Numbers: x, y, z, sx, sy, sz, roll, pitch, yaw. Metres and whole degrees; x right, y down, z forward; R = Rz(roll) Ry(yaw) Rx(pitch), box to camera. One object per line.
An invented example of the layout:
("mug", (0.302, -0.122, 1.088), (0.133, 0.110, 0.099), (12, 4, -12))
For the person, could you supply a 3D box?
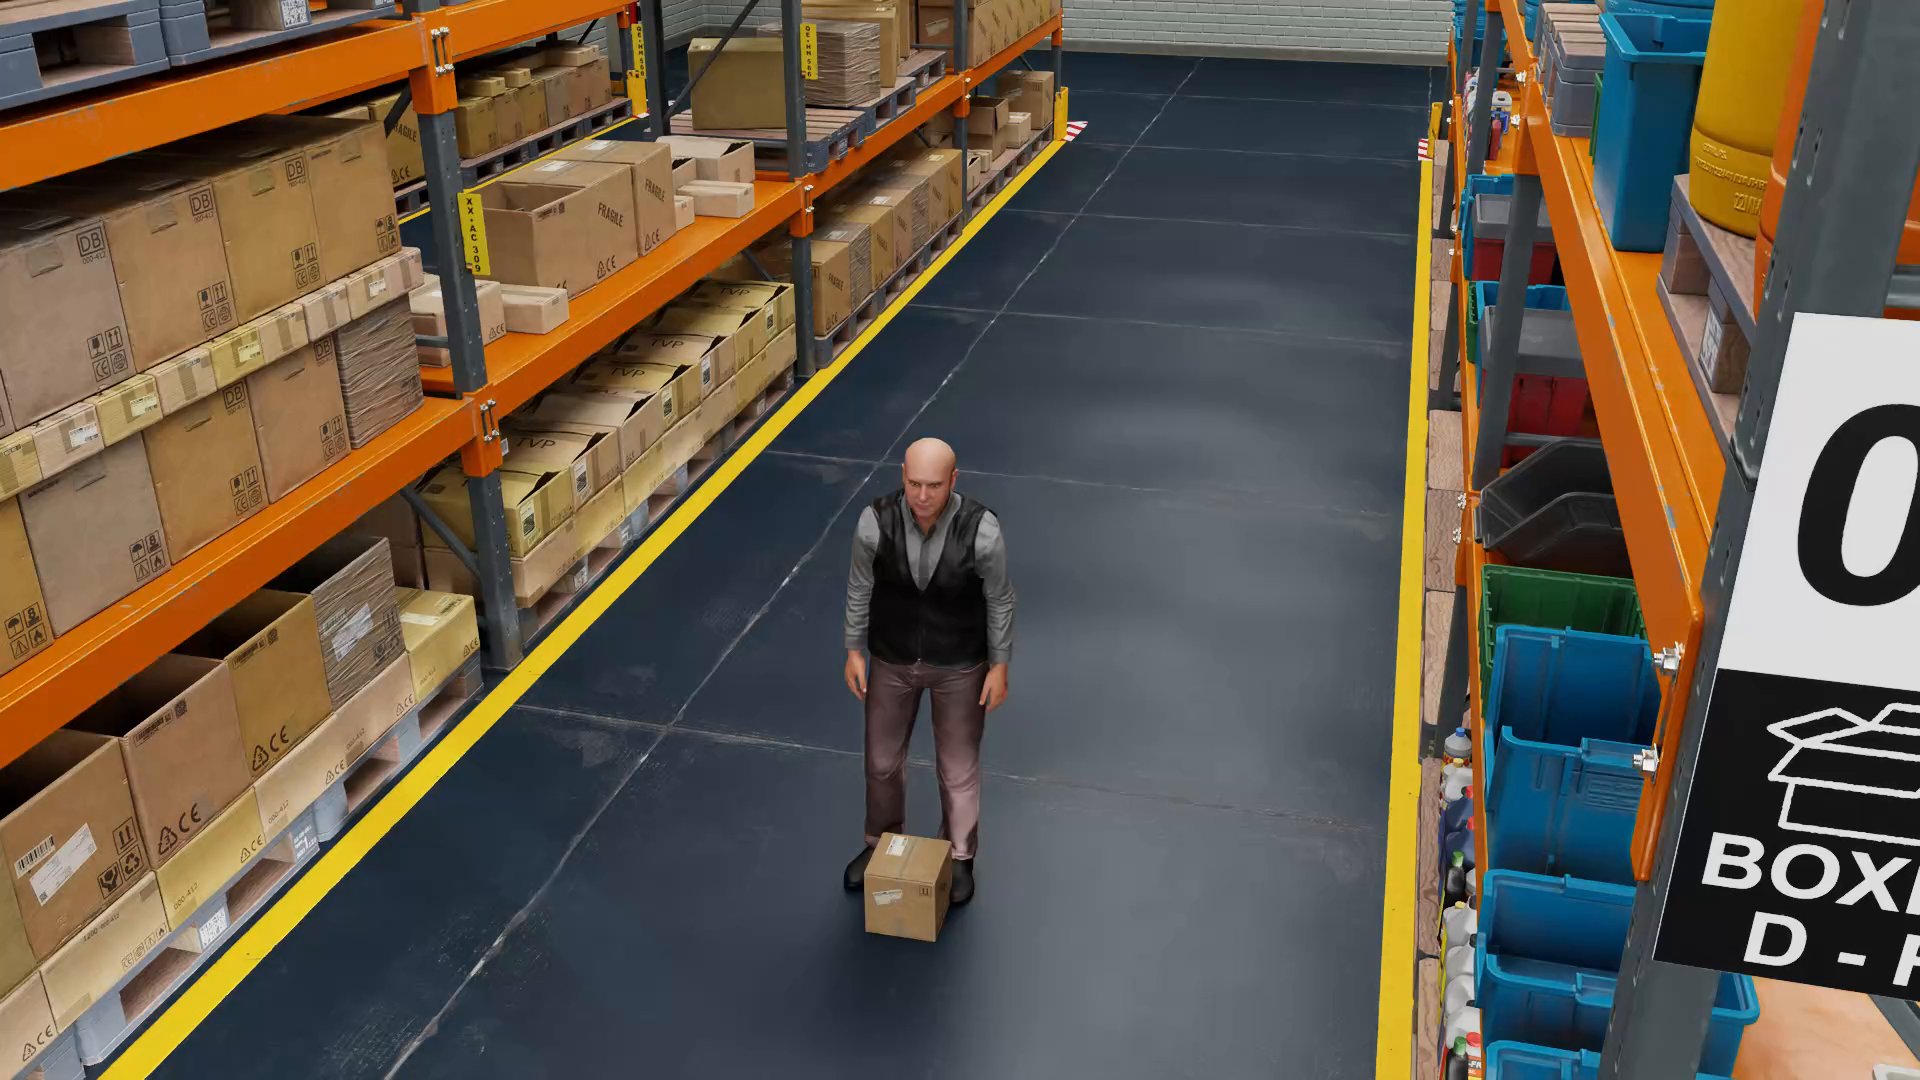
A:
("person", (-0.109, 0.426, 5.730), (0.592, 1.720, 0.425), (5, 26, 10))
